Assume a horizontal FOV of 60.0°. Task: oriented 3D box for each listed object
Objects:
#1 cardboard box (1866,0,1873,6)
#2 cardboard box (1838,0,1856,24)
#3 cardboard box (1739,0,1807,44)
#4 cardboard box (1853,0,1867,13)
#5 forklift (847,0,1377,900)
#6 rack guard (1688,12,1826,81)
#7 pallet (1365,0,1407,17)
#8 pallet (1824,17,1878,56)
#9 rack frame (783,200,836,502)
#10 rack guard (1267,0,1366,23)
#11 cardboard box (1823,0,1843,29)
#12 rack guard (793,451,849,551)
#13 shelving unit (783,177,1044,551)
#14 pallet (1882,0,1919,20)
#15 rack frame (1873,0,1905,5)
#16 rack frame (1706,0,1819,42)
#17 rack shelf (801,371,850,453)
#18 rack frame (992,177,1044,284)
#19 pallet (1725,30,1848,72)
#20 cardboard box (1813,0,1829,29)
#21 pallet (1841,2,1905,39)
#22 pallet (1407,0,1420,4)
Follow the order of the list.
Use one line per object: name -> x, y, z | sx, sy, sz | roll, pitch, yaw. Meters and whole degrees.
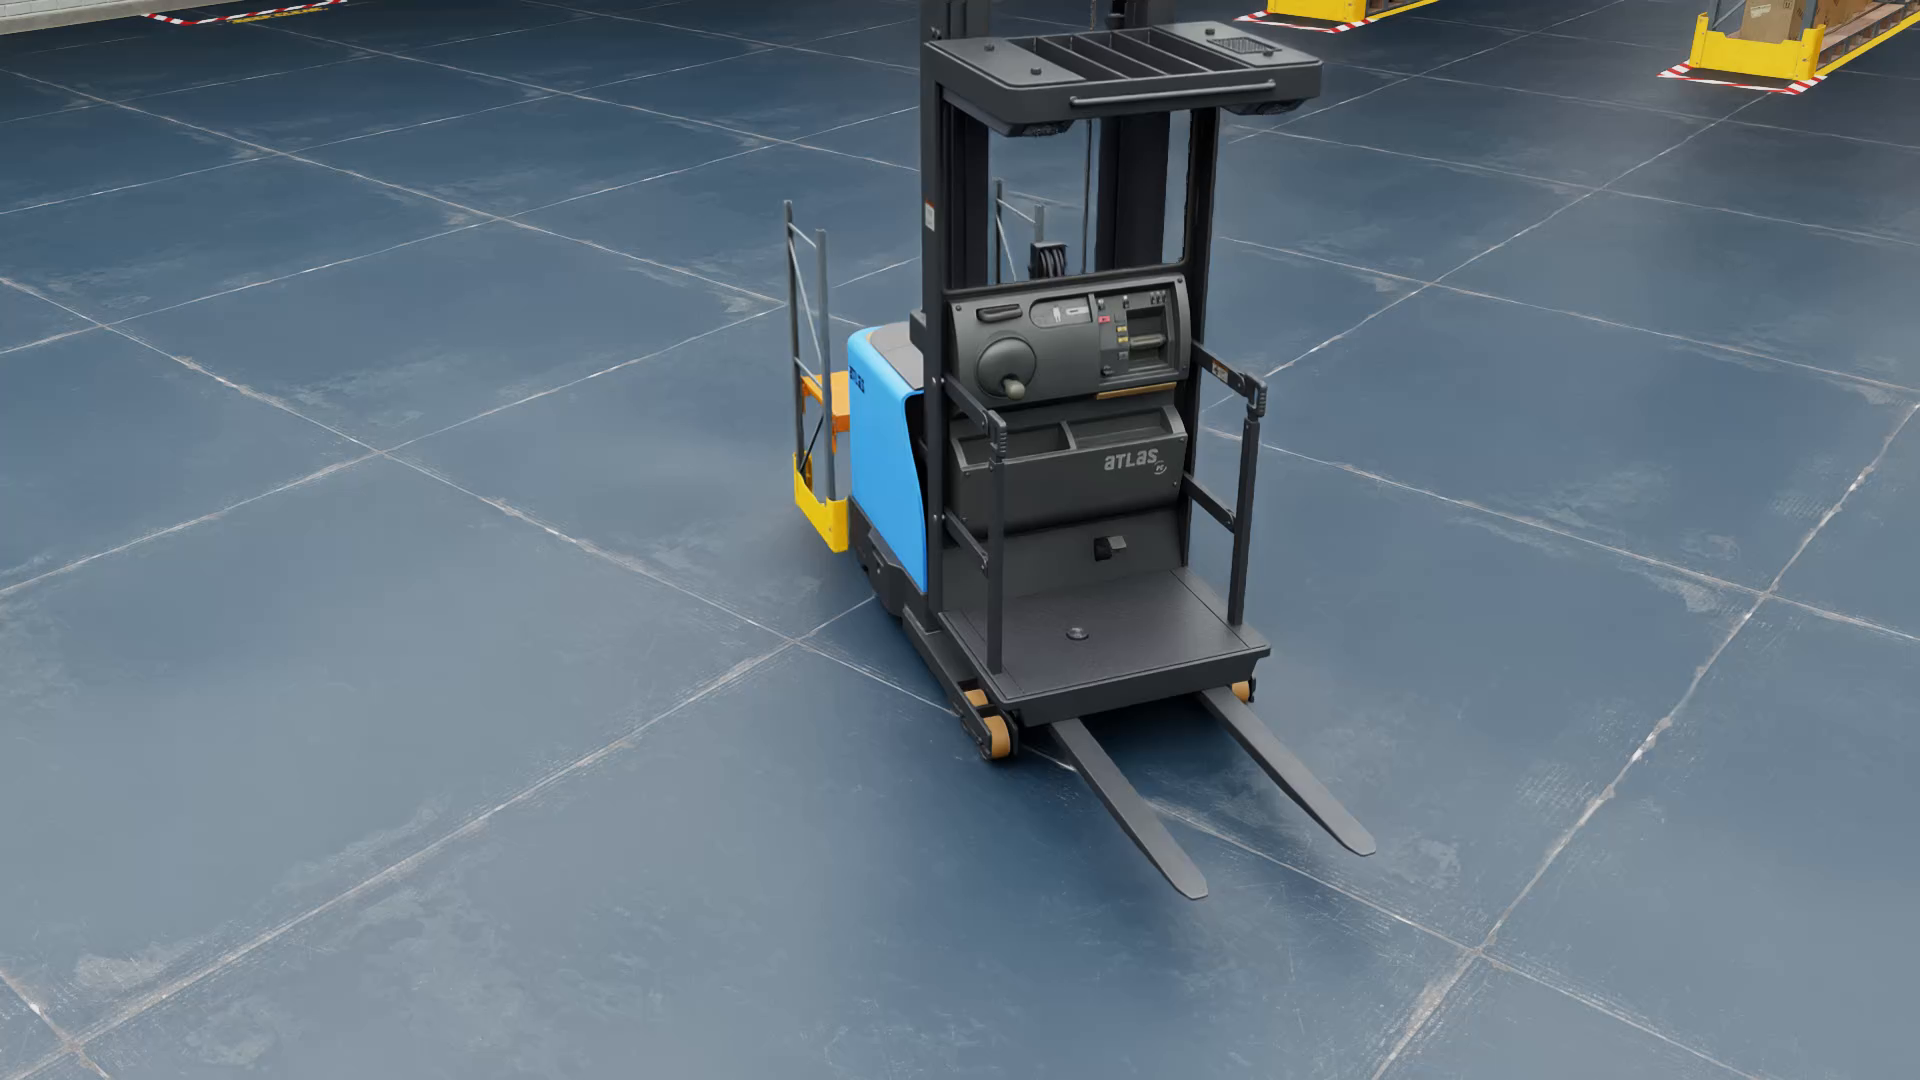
cardboard box -> 10.312, -6.478, 19.271 | 0.500, 0.500, 0.500 | 20, 33, 33
cardboard box -> 9.619, -6.029, 18.404 | 0.500, 0.500, 0.500 | 17, 32, 30
cardboard box -> 8.463, -5.406, 17.199 | 0.500, 0.500, 0.500 | -21, 34, -35
cardboard box -> 9.953, -6.273, 18.874 | 0.500, 0.500, 0.500 | -16, 31, -28
forklift -> 0.493, -0.701, 5.915 | 1.130, 2.935, 3.031 | -10, 29, -18
rack guard -> 8.101, -5.030, 16.929 | 1.175, 0.500, 0.348 | 21, 34, 34
pallet -> 4.764, -6.650, 20.374 | 1.003, 0.211, 1.213 | 21, 34, 34
pallet -> 9.421, -5.610, 18.365 | 1.003, 0.211, 1.213 | 21, 34, 34
rack frame -> -0.677, -0.740, 7.549 | 0.032, 1.500, 0.500 | -11, 29, -20
rack guard -> 4.243, -6.491, 19.754 | 1.175, 0.500, 0.348 | 21, 34, 34
cardboard box -> 9.230, -5.845, 18.047 | 0.500, 0.500, 0.500 | 25, 36, 39
rack guard -> -0.659, -0.189, 7.842 | 0.087, 0.250, 0.587 | -11, 29, -20
shelving unit -> -0.199, -0.832, 7.726 | 1.083, 1.500, 0.587 | -11, 29, -20
pallet -> 11.091, -6.570, 20.220 | 1.003, 0.211, 1.213 | 21, 34, 34
rack frame -> 10.597, -7.532, 19.044 | 1.000, 3.000, 0.127 | 21, 34, 34
rack frame -> 8.053, -6.113, 16.303 | 1.000, 3.000, 0.127 | 21, 34, 34
rack shelf -> -0.208, -0.671, 7.806 | 1.000, 0.185, 0.538 | -11, 29, -20
rack frame -> 0.261, -0.921, 7.897 | 0.032, 1.500, 0.500 | -11, 29, -20
pallet -> 8.645, -5.180, 17.533 | 1.003, 0.211, 1.213 | 21, 34, 34
cardboard box -> 8.817, -5.628, 17.628 | 0.500, 0.500, 0.500 | -18, 32, -31
pallet -> 10.197, -6.045, 19.205 | 1.003, 0.211, 1.213 | 21, 34, 34
pallet -> 5.540, -7.080, 21.207 | 1.003, 0.211, 1.213 | 21, 34, 34
